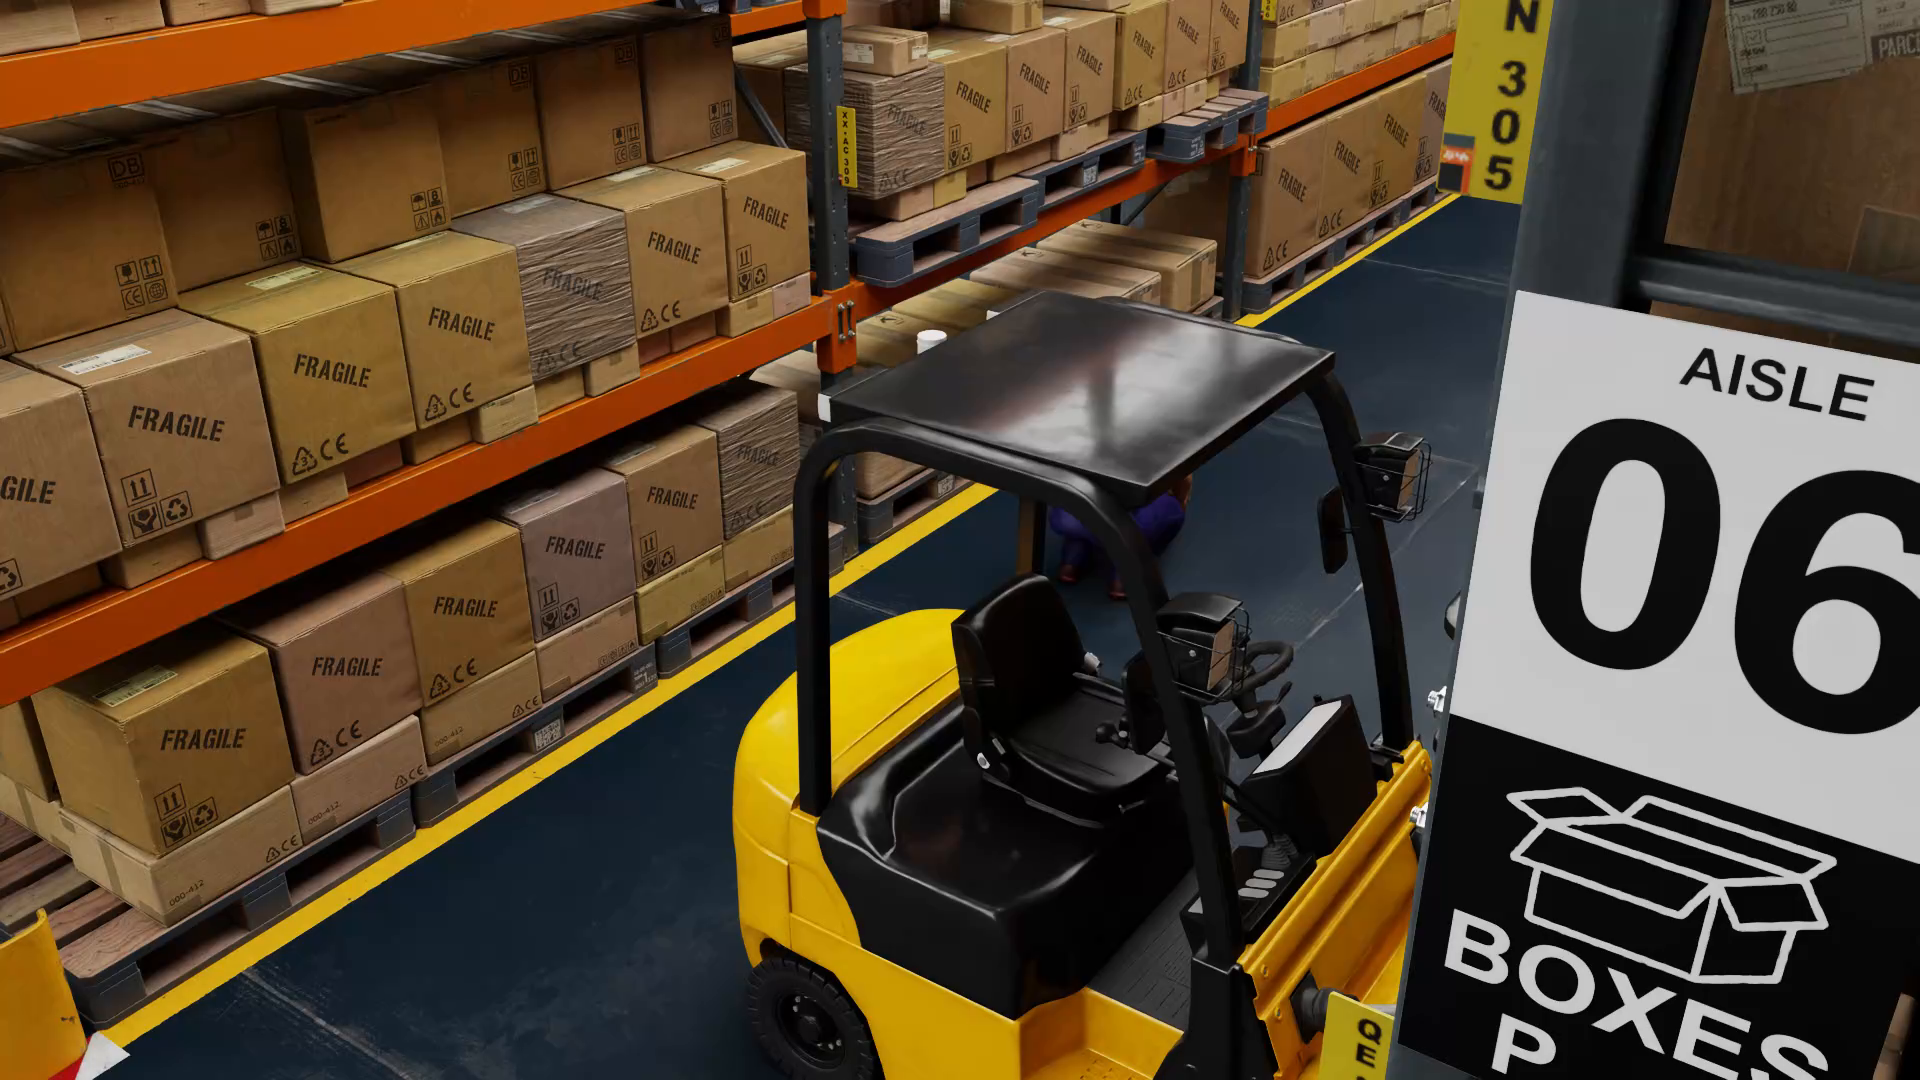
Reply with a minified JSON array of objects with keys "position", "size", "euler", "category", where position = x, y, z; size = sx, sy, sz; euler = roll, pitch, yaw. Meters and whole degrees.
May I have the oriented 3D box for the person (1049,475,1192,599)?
[{"position":[0.730,-0.275,7.477],"size":[0.529,0.929,0.818],"euler":[17,32,30],"category":"person"}]
